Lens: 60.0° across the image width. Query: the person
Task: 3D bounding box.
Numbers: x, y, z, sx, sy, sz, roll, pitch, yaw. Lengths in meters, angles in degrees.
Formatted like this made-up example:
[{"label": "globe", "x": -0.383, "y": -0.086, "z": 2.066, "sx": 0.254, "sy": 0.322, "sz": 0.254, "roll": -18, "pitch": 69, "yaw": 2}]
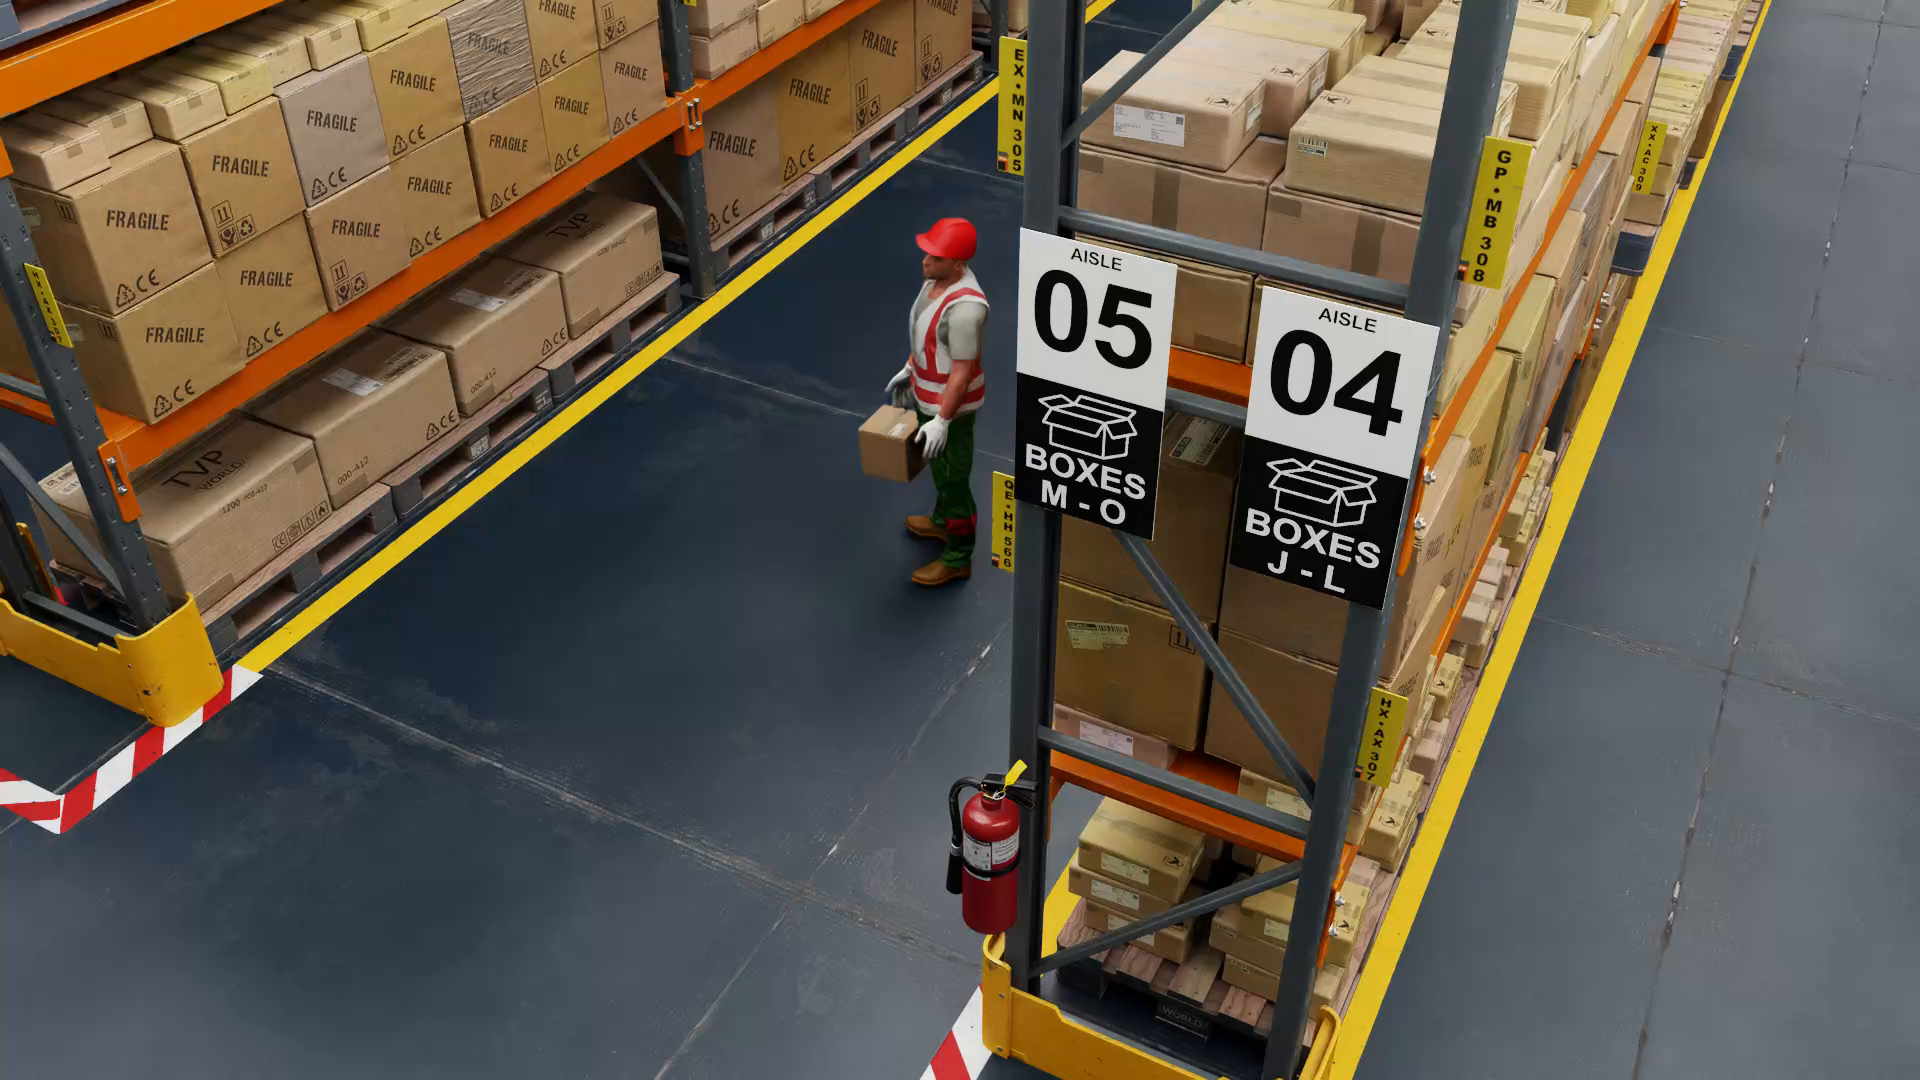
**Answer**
[{"label": "person", "x": -0.100, "y": -0.629, "z": 7.504, "sx": 0.400, "sy": 1.798, "sz": 0.614, "roll": -9, "pitch": 39, "yaw": -12}]
